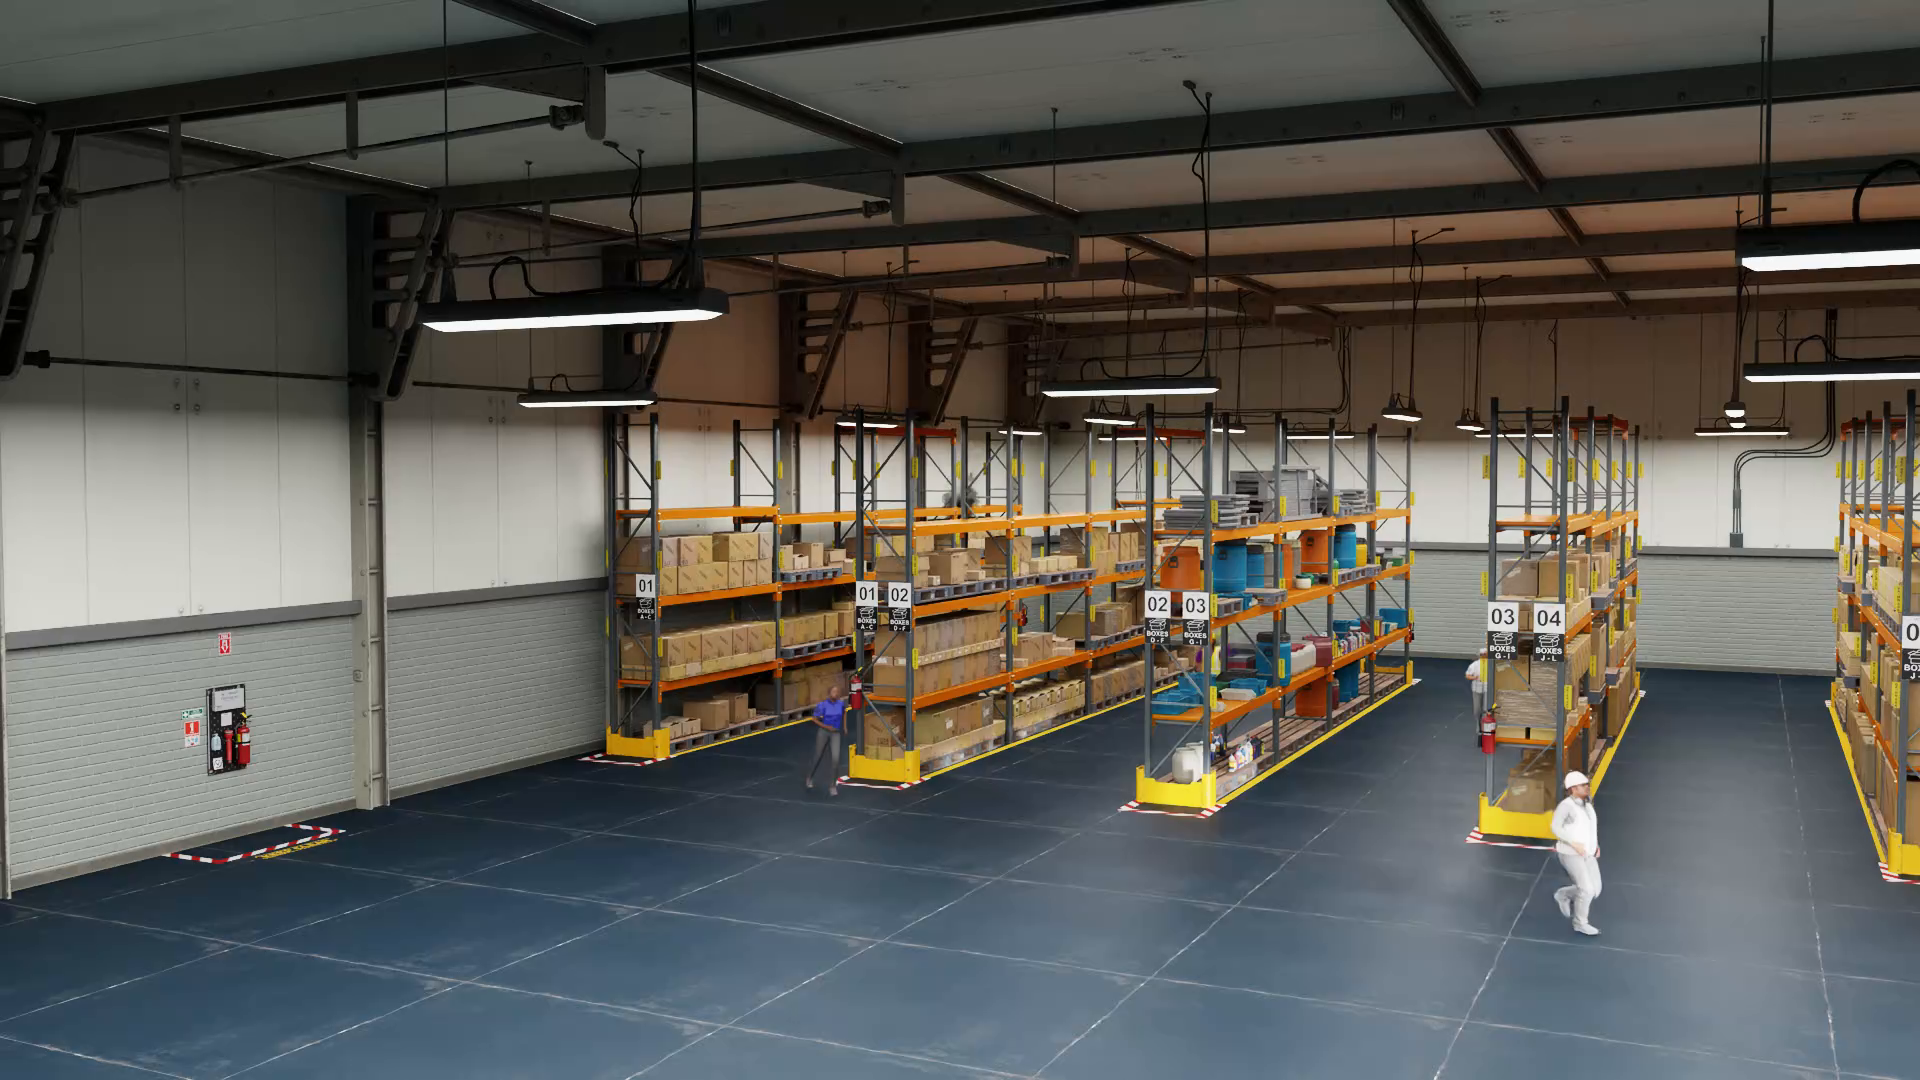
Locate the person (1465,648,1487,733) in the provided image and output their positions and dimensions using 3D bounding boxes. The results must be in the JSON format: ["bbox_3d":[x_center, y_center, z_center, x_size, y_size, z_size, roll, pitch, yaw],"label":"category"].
[{"bbox_3d":[9.742,2.846,30.982,0.632,1.672,0.902,1,3,22],"label":"person"}]

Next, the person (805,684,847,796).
[{"bbox_3d":[-2.026,3.095,25.882,0.645,1.707,0.799,-1,3,-25],"label":"person"}]

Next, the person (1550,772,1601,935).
[{"bbox_3d":[6.674,3.382,18.036,0.687,1.738,0.561,-2,3,-37],"label":"person"}]

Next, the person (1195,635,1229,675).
[{"bbox_3d":[5.061,2.742,33.448,0.736,1.727,0.613,1,3,26],"label":"person"}]
